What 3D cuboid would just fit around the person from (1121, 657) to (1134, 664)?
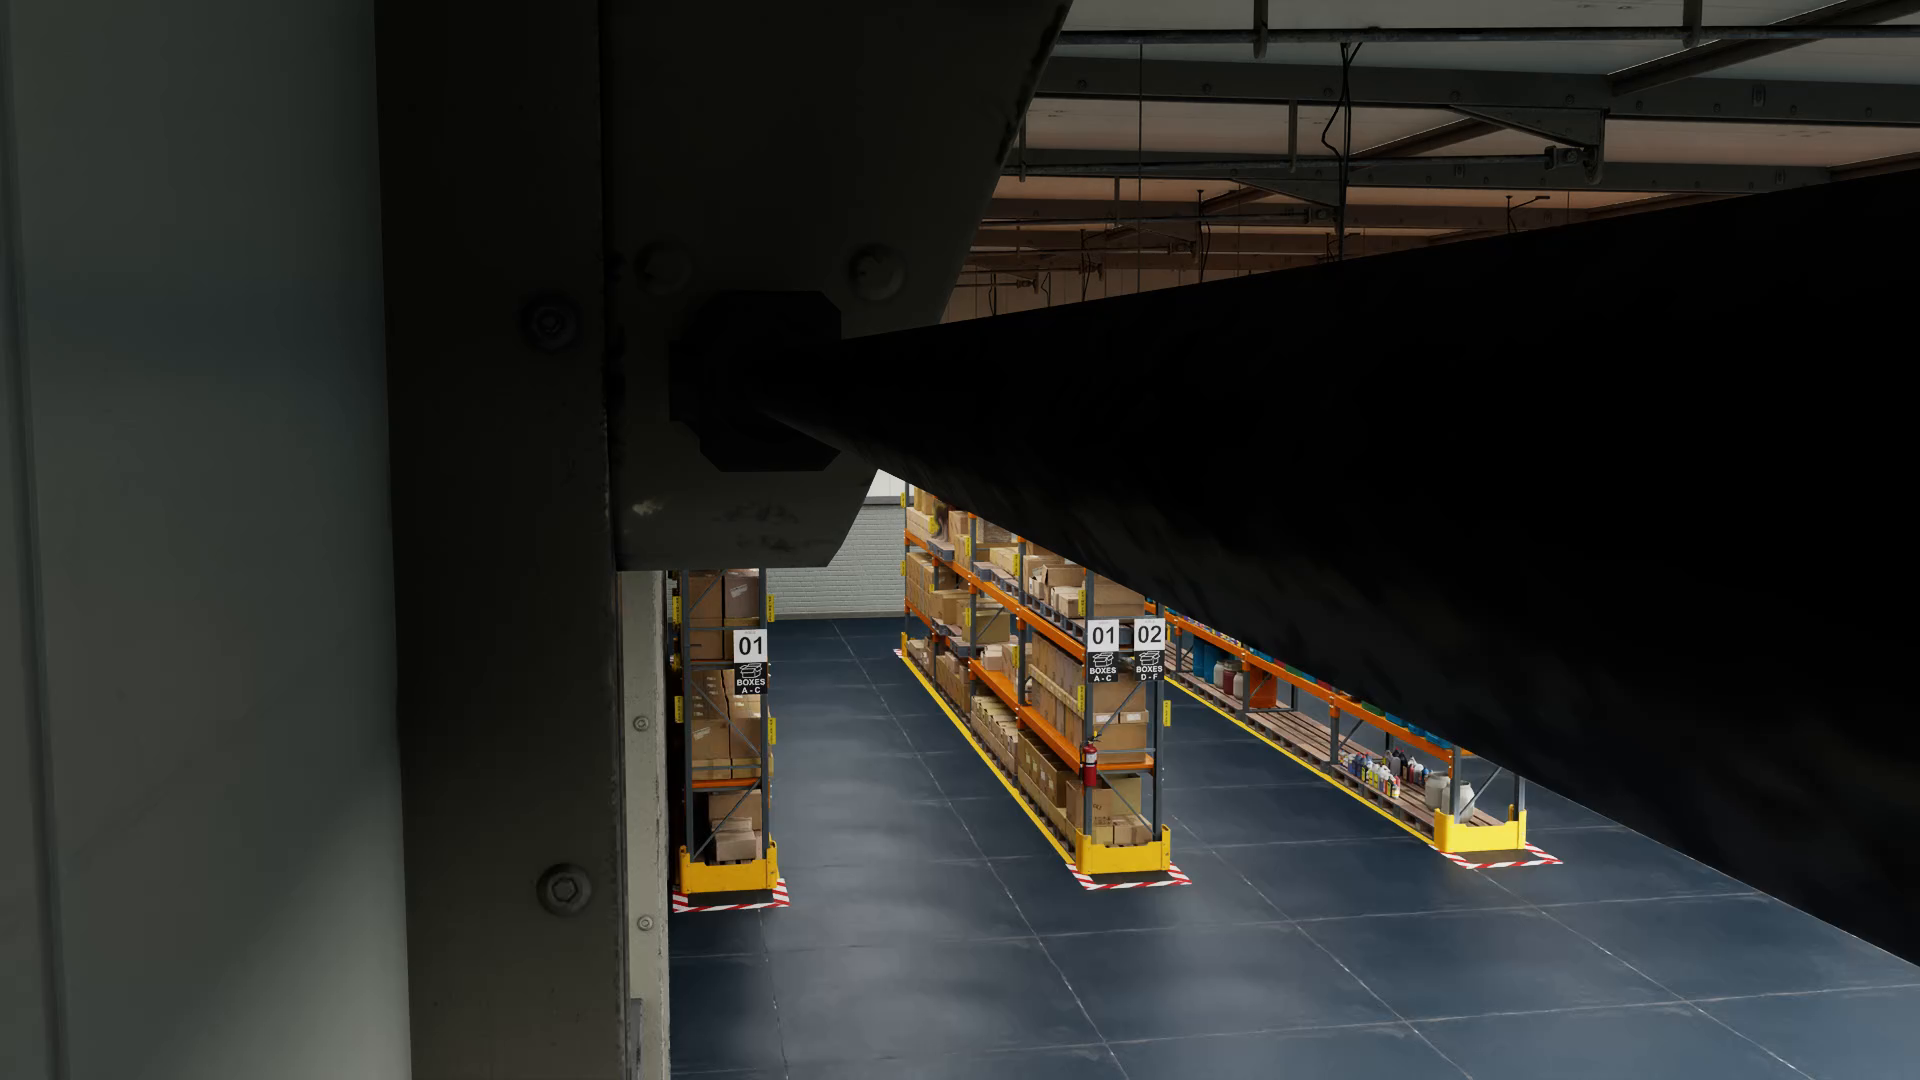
[{"bbox_3d":[2.899,2.552,29.416,0.639,1.491,0.749,-2,6,-15],"label":"person"}]
